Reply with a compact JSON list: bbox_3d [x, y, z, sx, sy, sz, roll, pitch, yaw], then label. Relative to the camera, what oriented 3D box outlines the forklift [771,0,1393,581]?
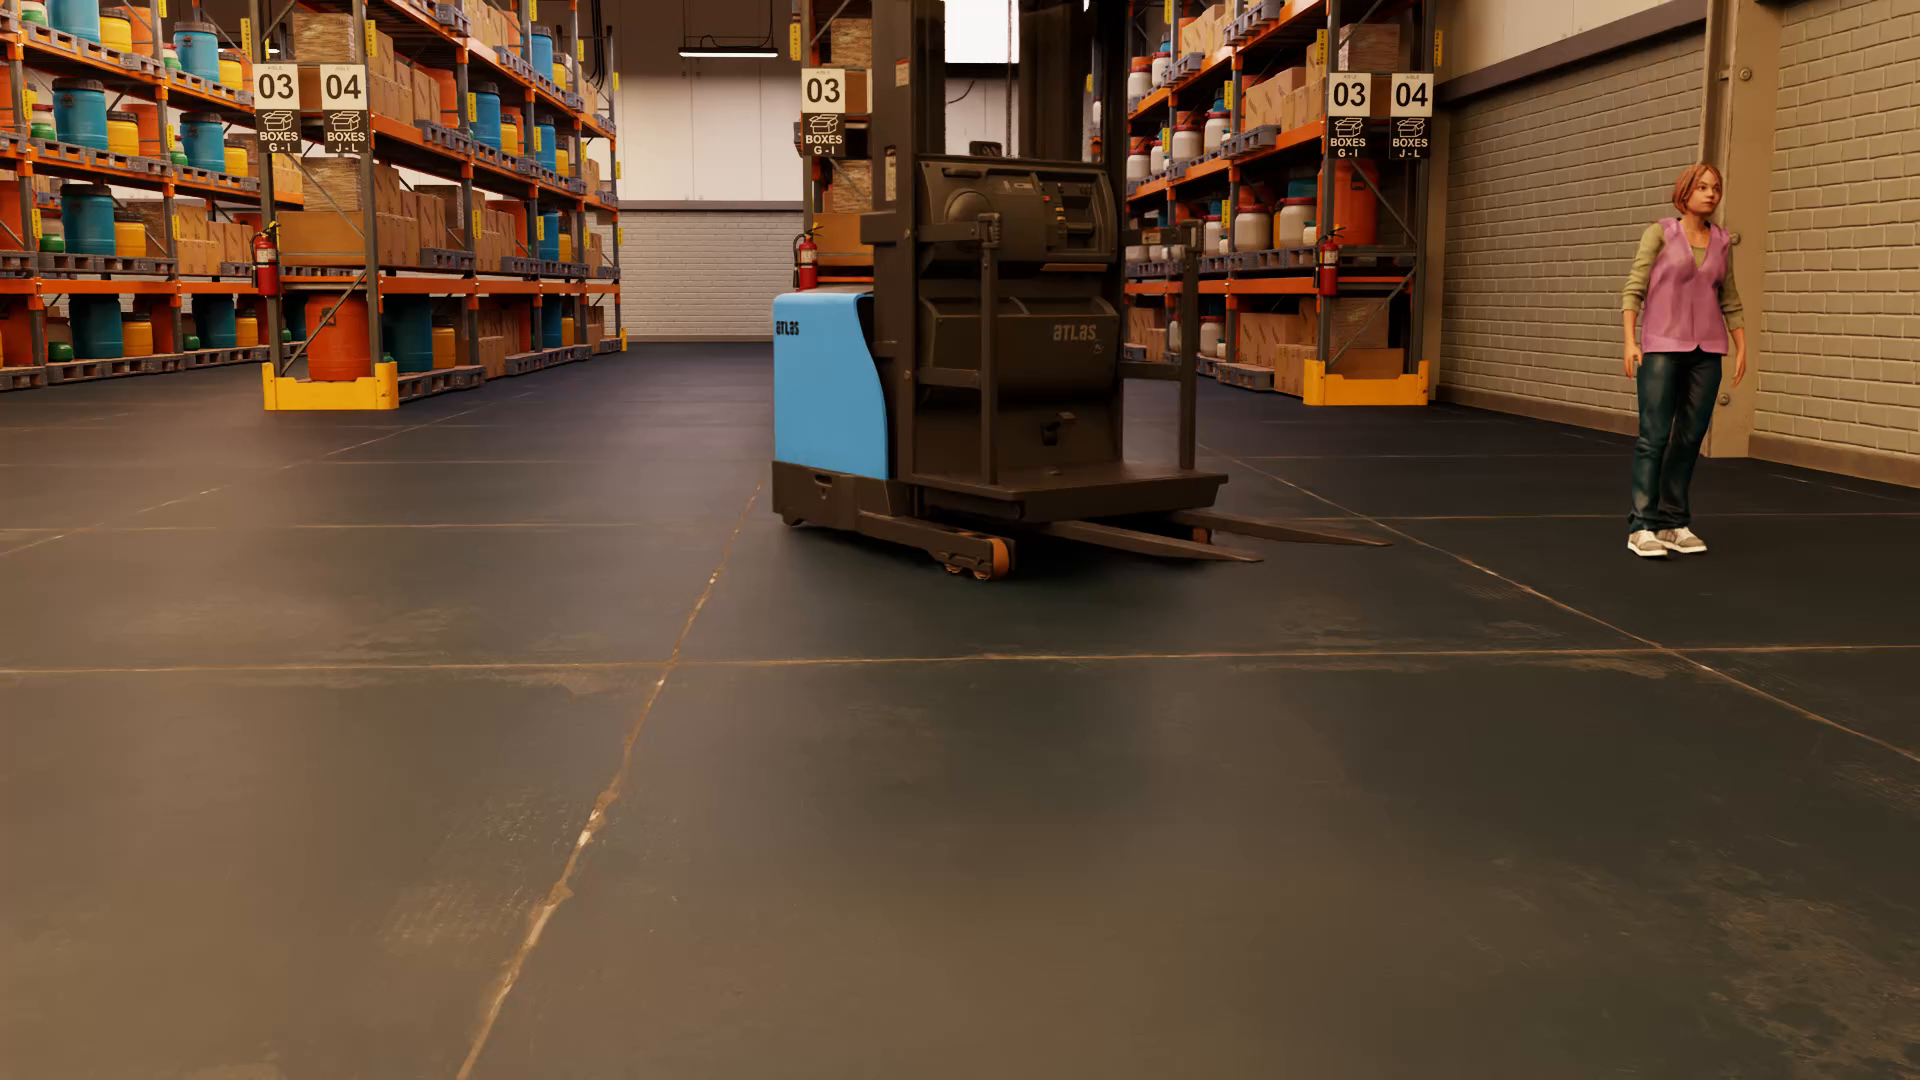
[{"bbox_3d":[0.369,-1.375,6.588,1.130,2.935,3.031,-6,10,-34],"label":"forklift"}]

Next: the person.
[{"bbox_3d":[3.009,-0.734,6.846,0.527,1.589,0.469,-1,8,-4],"label":"person"}]
